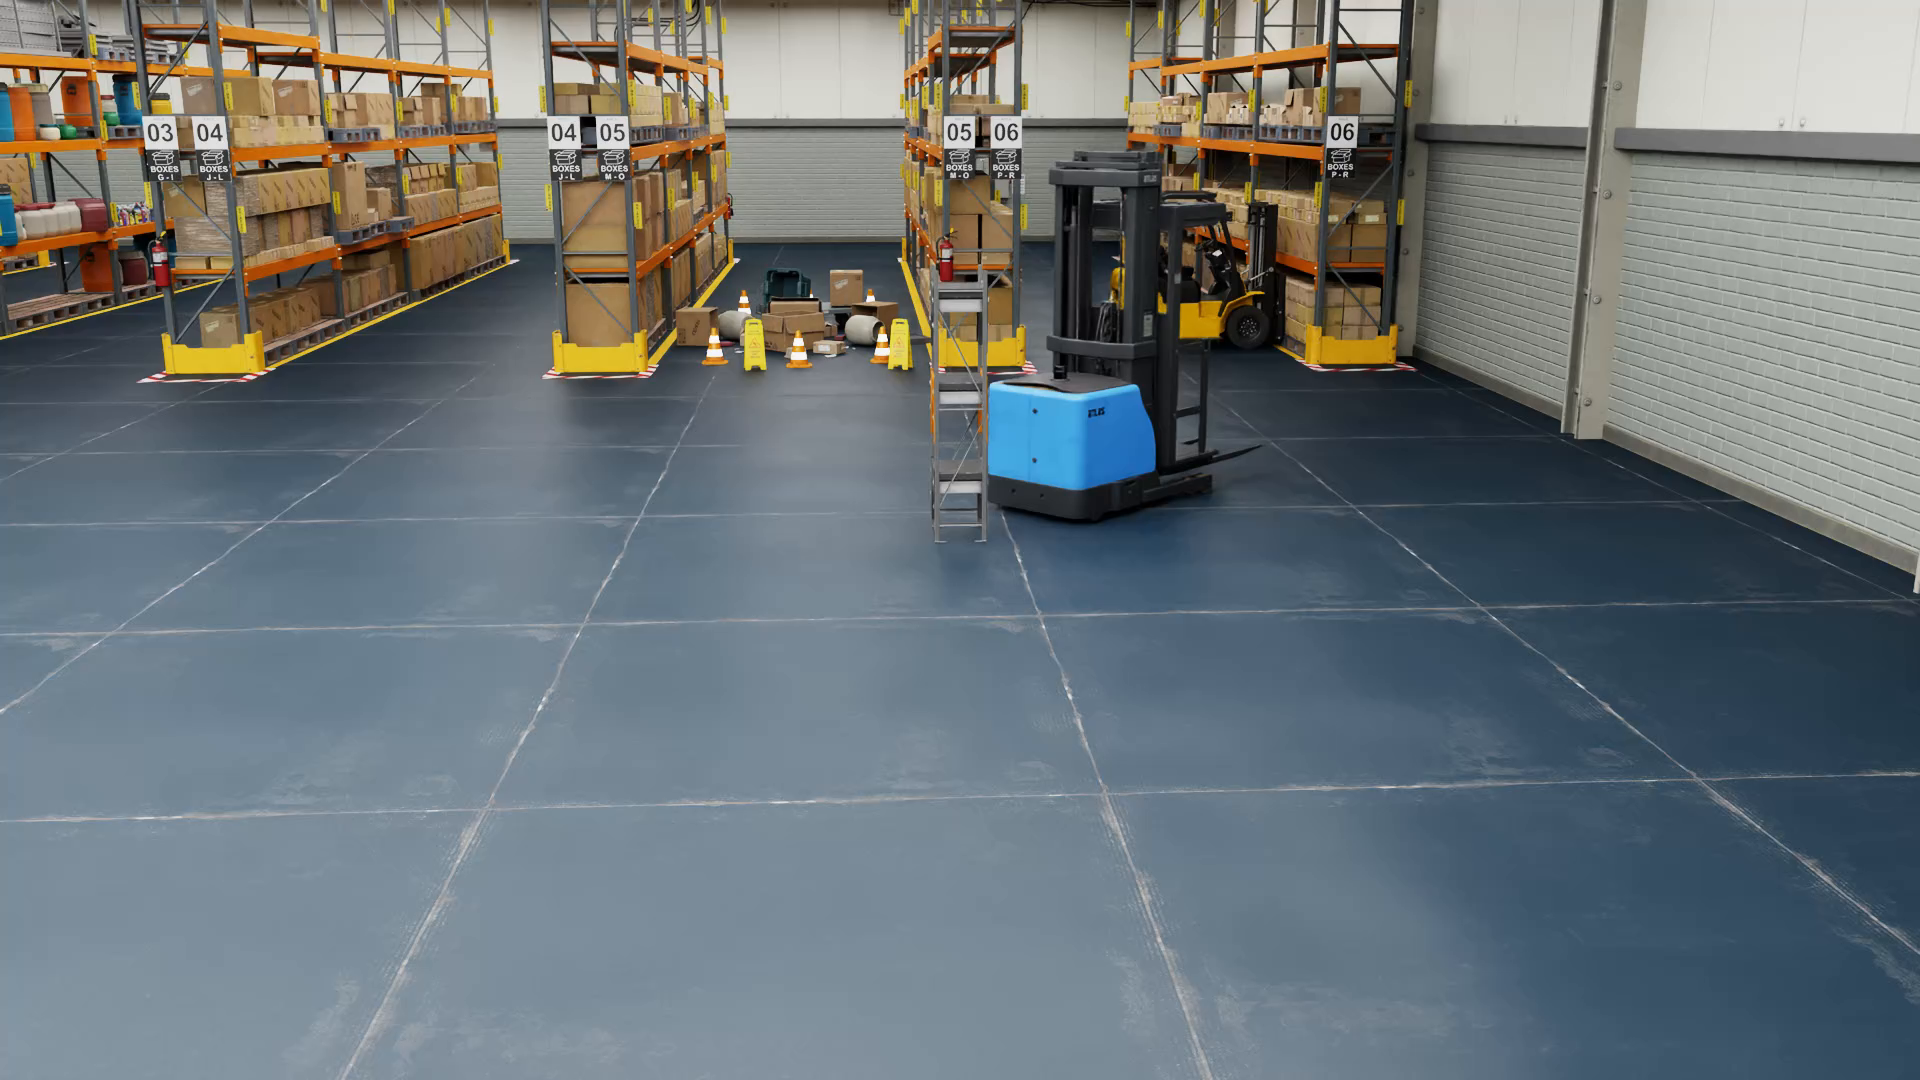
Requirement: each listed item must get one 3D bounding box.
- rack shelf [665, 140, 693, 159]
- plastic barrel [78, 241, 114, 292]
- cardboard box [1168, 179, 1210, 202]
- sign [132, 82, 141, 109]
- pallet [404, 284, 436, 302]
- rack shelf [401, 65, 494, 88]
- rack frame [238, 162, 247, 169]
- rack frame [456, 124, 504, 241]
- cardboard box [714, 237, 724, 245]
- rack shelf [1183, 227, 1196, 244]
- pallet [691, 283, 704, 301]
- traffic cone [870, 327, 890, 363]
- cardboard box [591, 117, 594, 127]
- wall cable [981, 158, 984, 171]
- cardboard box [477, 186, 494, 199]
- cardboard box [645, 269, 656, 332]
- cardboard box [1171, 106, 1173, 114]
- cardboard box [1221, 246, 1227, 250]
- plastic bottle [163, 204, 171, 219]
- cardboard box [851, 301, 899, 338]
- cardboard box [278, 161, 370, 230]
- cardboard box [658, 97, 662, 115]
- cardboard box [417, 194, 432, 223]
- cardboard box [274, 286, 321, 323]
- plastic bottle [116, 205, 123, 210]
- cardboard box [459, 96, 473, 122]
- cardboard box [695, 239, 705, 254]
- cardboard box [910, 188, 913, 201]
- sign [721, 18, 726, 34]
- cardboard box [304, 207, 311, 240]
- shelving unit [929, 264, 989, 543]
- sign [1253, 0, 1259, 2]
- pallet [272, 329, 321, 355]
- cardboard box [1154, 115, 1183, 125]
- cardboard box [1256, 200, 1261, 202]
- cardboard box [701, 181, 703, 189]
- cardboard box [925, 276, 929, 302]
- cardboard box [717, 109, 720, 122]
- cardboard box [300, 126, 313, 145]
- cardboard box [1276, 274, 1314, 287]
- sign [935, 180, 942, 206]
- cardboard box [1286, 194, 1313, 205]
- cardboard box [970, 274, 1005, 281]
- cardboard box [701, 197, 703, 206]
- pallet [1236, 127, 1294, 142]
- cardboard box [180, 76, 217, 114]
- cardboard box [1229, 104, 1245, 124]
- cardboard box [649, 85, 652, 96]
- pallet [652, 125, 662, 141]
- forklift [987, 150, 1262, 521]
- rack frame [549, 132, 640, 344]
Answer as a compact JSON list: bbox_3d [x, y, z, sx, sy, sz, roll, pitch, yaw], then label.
[{"bbox_3d":[-5.028,-6.262,26.770,1.077,0.370,4.000,-1,14,-3],"label":"rack shelf"},{"bbox_3d":[-15.099,-4.801,29.180,0.600,0.830,0.708,-1,14,-3],"label":"plastic barrel"},{"bbox_3d":[4.376,-6.634,31.745,0.700,0.500,0.500,-1,14,-4],"label":"cardboard box"},{"bbox_3d":[-10.168,-5.492,20.557,0.100,0.325,0.005,-1,14,-3],"label":"sign"},{"bbox_3d":[-10.082,-4.451,29.902,1.003,0.211,1.213,-1,14,-3],"label":"pallet"},{"bbox_3d":[-10.480,-9.460,33.979,1.077,0.370,4.000,-1,14,-3],"label":"rack shelf"},{"bbox_3d":[-15.547,-7.517,36.223,1.000,3.000,0.127,-1,14,-3],"label":"rack frame"},{"bbox_3d":[-10.604,-7.594,36.520,1.000,3.000,0.127,-1,14,-3],"label":"rack frame"},{"bbox_3d":[-5.235,-6.371,35.453,0.380,0.149,0.250,0,14,-1],"label":"cardboard box"},{"bbox_3d":[4.613,-5.984,31.707,1.077,0.370,4.000,-1,14,-3],"label":"rack shelf"},{"bbox_3d":[-5.199,-4.499,30.090,1.003,0.211,1.213,-1,14,-3],"label":"pallet"},{"bbox_3d":[-1.036,-2.626,22.304,0.336,0.463,0.334,-1,14,-3],"label":"traffic cone"},{"bbox_3d":[-5.078,-5.579,22.133,0.380,0.149,0.250,-1,14,-4],"label":"cardboard box"},{"bbox_3d":[0.329,-9.666,42.534,0.588,1.984,0.122,-1,14,-3],"label":"wall cable"},{"bbox_3d":[-10.278,-7.423,35.559,0.500,0.250,0.500,-1,14,-4],"label":"cardboard box"},{"bbox_3d":[-4.875,-3.454,23.850,0.875,0.875,0.875,-1,14,-3],"label":"cardboard box"},{"bbox_3d":[4.218,-8.156,31.549,0.380,0.149,0.250,-1,14,-3],"label":"cardboard box"},{"bbox_3d":[5.026,-5.343,30.643,0.380,0.149,0.250,0,14,-2],"label":"cardboard box"},{"bbox_3d":[-14.899,-6.153,31.170,0.152,0.276,0.135,-1,14,-3],"label":"plastic bottle"},{"bbox_3d":[-1.261,-3.265,24.710,0.500,0.500,0.500,10,18,35],"label":"cardboard box"},{"bbox_3d":[-9.770,-5.303,25.571,1.000,1.000,1.000,-1,14,-3],"label":"cardboard box"},{"bbox_3d":[-4.617,-6.318,24.204,0.500,0.250,0.500,-1,14,-4],"label":"cardboard box"},{"bbox_3d":[-9.936,-6.033,30.255,0.500,0.500,0.500,-1,14,-4],"label":"cardboard box"},{"bbox_3d":[-9.876,-3.502,24.791,0.500,0.500,0.500,-1,14,-5],"label":"cardboard box"},{"bbox_3d":[-15.579,-6.053,30.783,0.152,0.276,0.135,-1,14,-3],"label":"plastic bottle"},{"bbox_3d":[-10.384,-8.812,33.990,0.700,0.500,0.500,0,14,-1],"label":"cardboard box"},{"bbox_3d":[-5.002,-5.436,30.804,0.500,0.250,0.500,-1,14,-3],"label":"cardboard box"},{"bbox_3d":[-0.719,-6.808,32.763,0.500,0.250,0.500,-1,14,-5],"label":"cardboard box"},{"bbox_3d":[-5.092,-11.083,35.850,0.100,0.325,0.005,-1,14,-3],"label":"sign"},{"bbox_3d":[-9.899,-4.564,23.948,0.875,0.500,0.500,-1,14,-3],"label":"cardboard box"},{"bbox_3d":[-0.010,-1.058,12.925,0.431,2.100,0.503,-1,14,-3],"label":"shelving unit"},{"bbox_3d":[4.444,-8.225,24.899,0.100,0.325,0.005,-1,14,-3],"label":"sign"},{"bbox_3d":[-9.705,-2.788,23.440,1.003,0.211,1.213,-1,14,-3],"label":"pallet"},{"bbox_3d":[4.209,-8.470,33.609,0.500,0.250,0.500,-1,14,-3],"label":"cardboard box"},{"bbox_3d":[4.742,-5.119,25.400,0.380,0.149,0.250,-1,14,-4],"label":"cardboard box"},{"bbox_3d":[-5.162,-6.857,32.123,0.380,0.149,0.250,-1,14,-5],"label":"cardboard box"},{"bbox_3d":[-0.097,-4.175,27.665,0.950,0.372,0.625,0,14,-2],"label":"cardboard box"},{"bbox_3d":[-5.303,-8.902,34.883,0.500,0.250,0.500,-1,14,-3],"label":"cardboard box"},{"bbox_3d":[-9.550,-5.750,23.636,0.500,0.250,0.500,-1,14,-2],"label":"cardboard box"},{"bbox_3d":[4.790,-3.689,24.014,0.500,0.250,0.500,-1,14,-5],"label":"cardboard box"},{"bbox_3d":[-0.277,-4.478,21.452,0.100,0.325,0.005,-1,14,-3],"label":"sign"},{"bbox_3d":[4.900,-4.882,23.881,0.380,0.149,0.250,-1,14,-3],"label":"cardboard box"},{"bbox_3d":[0.401,-3.601,24.172,0.500,0.500,0.500,0,14,0],"label":"cardboard box"},{"bbox_3d":[-5.147,-6.510,31.969,0.380,0.149,0.250,-1,14,-4],"label":"cardboard box"},{"bbox_3d":[4.917,-6.419,26.319,0.805,0.209,1.217,-1,15,-6],"label":"pallet"},{"bbox_3d":[-9.961,-5.883,22.052,0.500,0.500,0.500,-1,14,-3],"label":"cardboard box"},{"bbox_3d":[4.649,-6.868,26.817,0.500,0.311,0.500,-1,14,-5],"label":"cardboard box"},{"bbox_3d":[-4.486,-6.230,23.060,0.380,0.149,0.250,-1,14,-4],"label":"cardboard box"},{"bbox_3d":[-4.864,-5.867,23.967,1.003,0.211,1.213,-1,14,-3],"label":"pallet"},{"bbox_3d":[1.574,-1.873,14.423,1.130,2.935,3.031,13,19,40],"label":"forklift"},{"bbox_3d":[-4.656,-3.666,21.255,1.000,3.000,0.127,-1,14,-3],"label":"rack frame"}]
